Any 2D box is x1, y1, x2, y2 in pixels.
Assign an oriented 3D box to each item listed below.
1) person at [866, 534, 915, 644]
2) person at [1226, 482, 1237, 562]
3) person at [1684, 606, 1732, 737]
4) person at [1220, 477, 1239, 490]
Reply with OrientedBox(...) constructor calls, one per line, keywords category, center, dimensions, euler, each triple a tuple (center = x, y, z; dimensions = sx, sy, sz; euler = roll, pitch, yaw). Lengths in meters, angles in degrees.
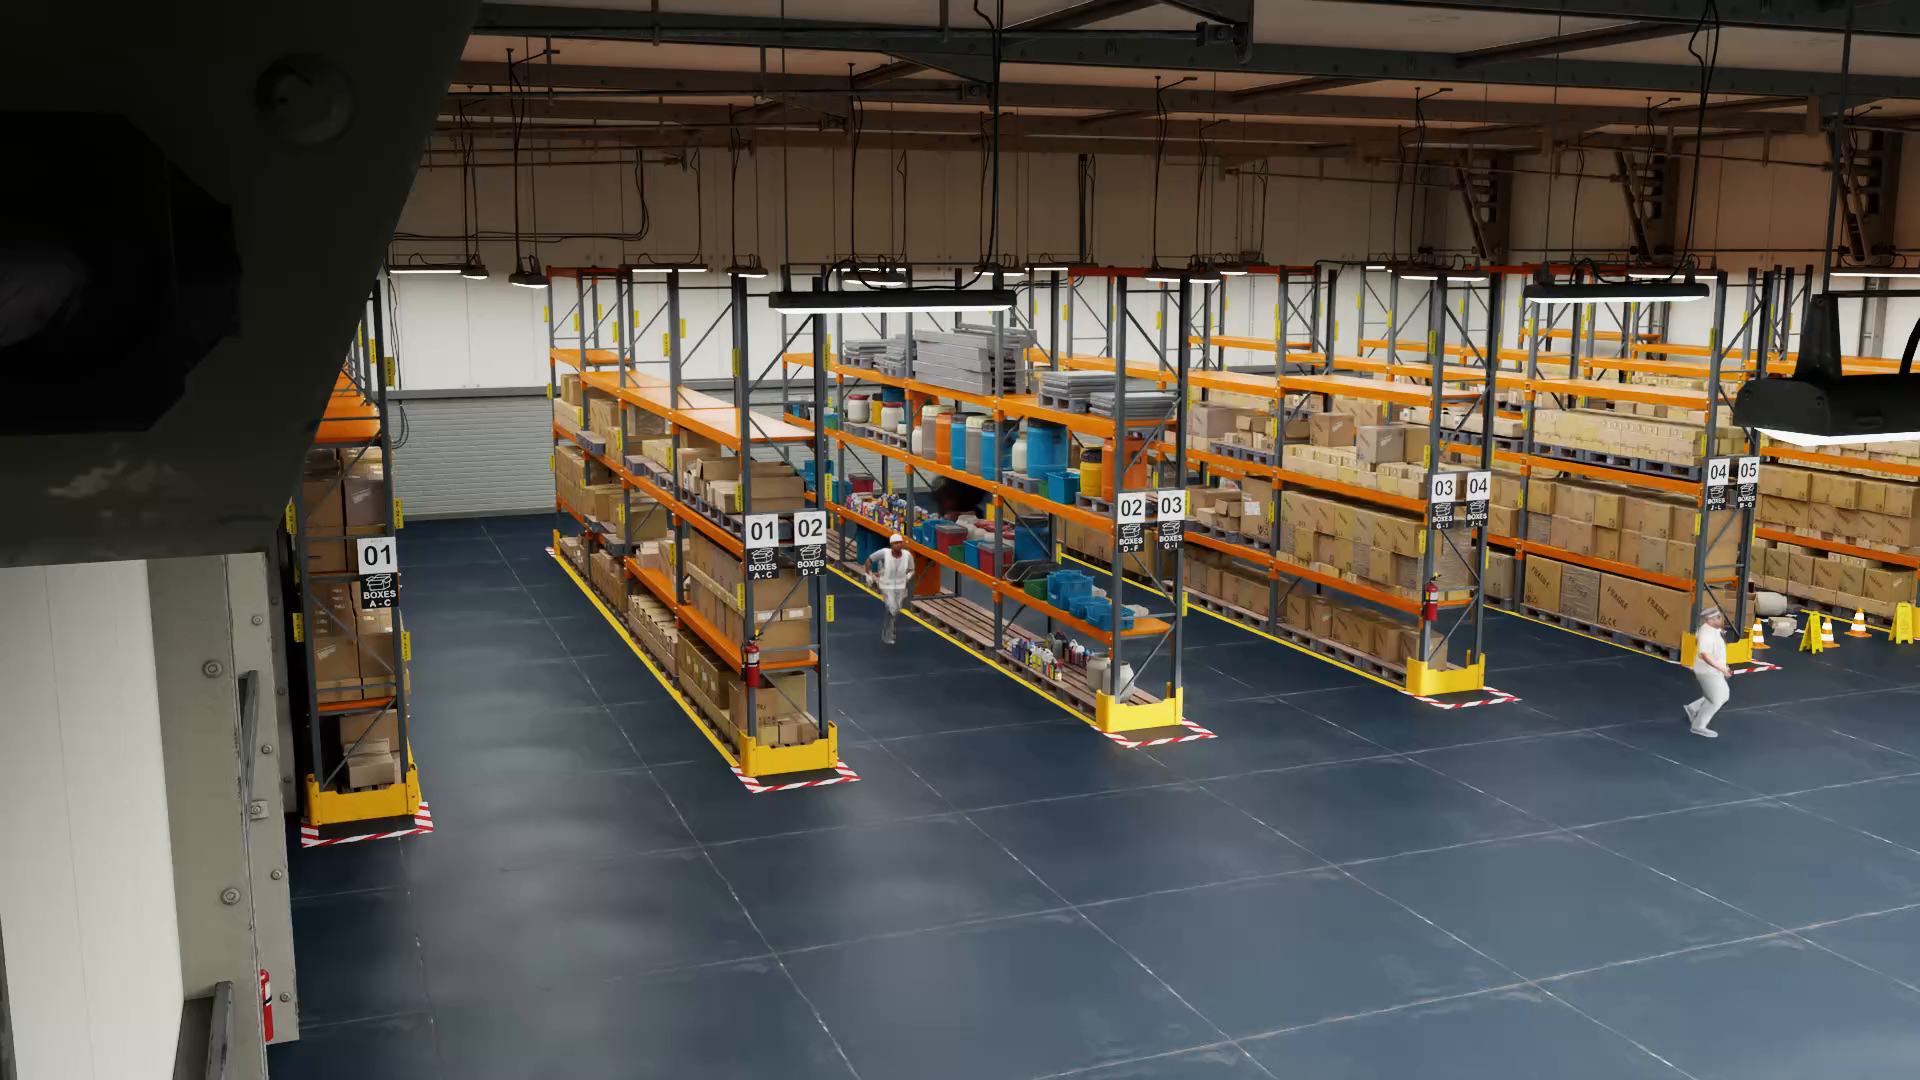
OrientedBox(category="person", center=(-1.026, 0.771, 25.534), dimensions=(0.731, 1.758, 0.708), euler=(-4, 11, -22))
OrientedBox(category="person", center=(5.458, -0.280, 33.190), dimensions=(0.694, 1.763, 0.672), euler=(-5, 11, -24))
OrientedBox(category="person", center=(9.852, 1.710, 21.863), dimensions=(0.545, 1.751, 0.667), euler=(4, 11, 22))
OrientedBox(category="person", center=(6.823, -1.820, 42.104), dimensions=(0.827, 1.820, 0.723), euler=(-3, 10, -16))
